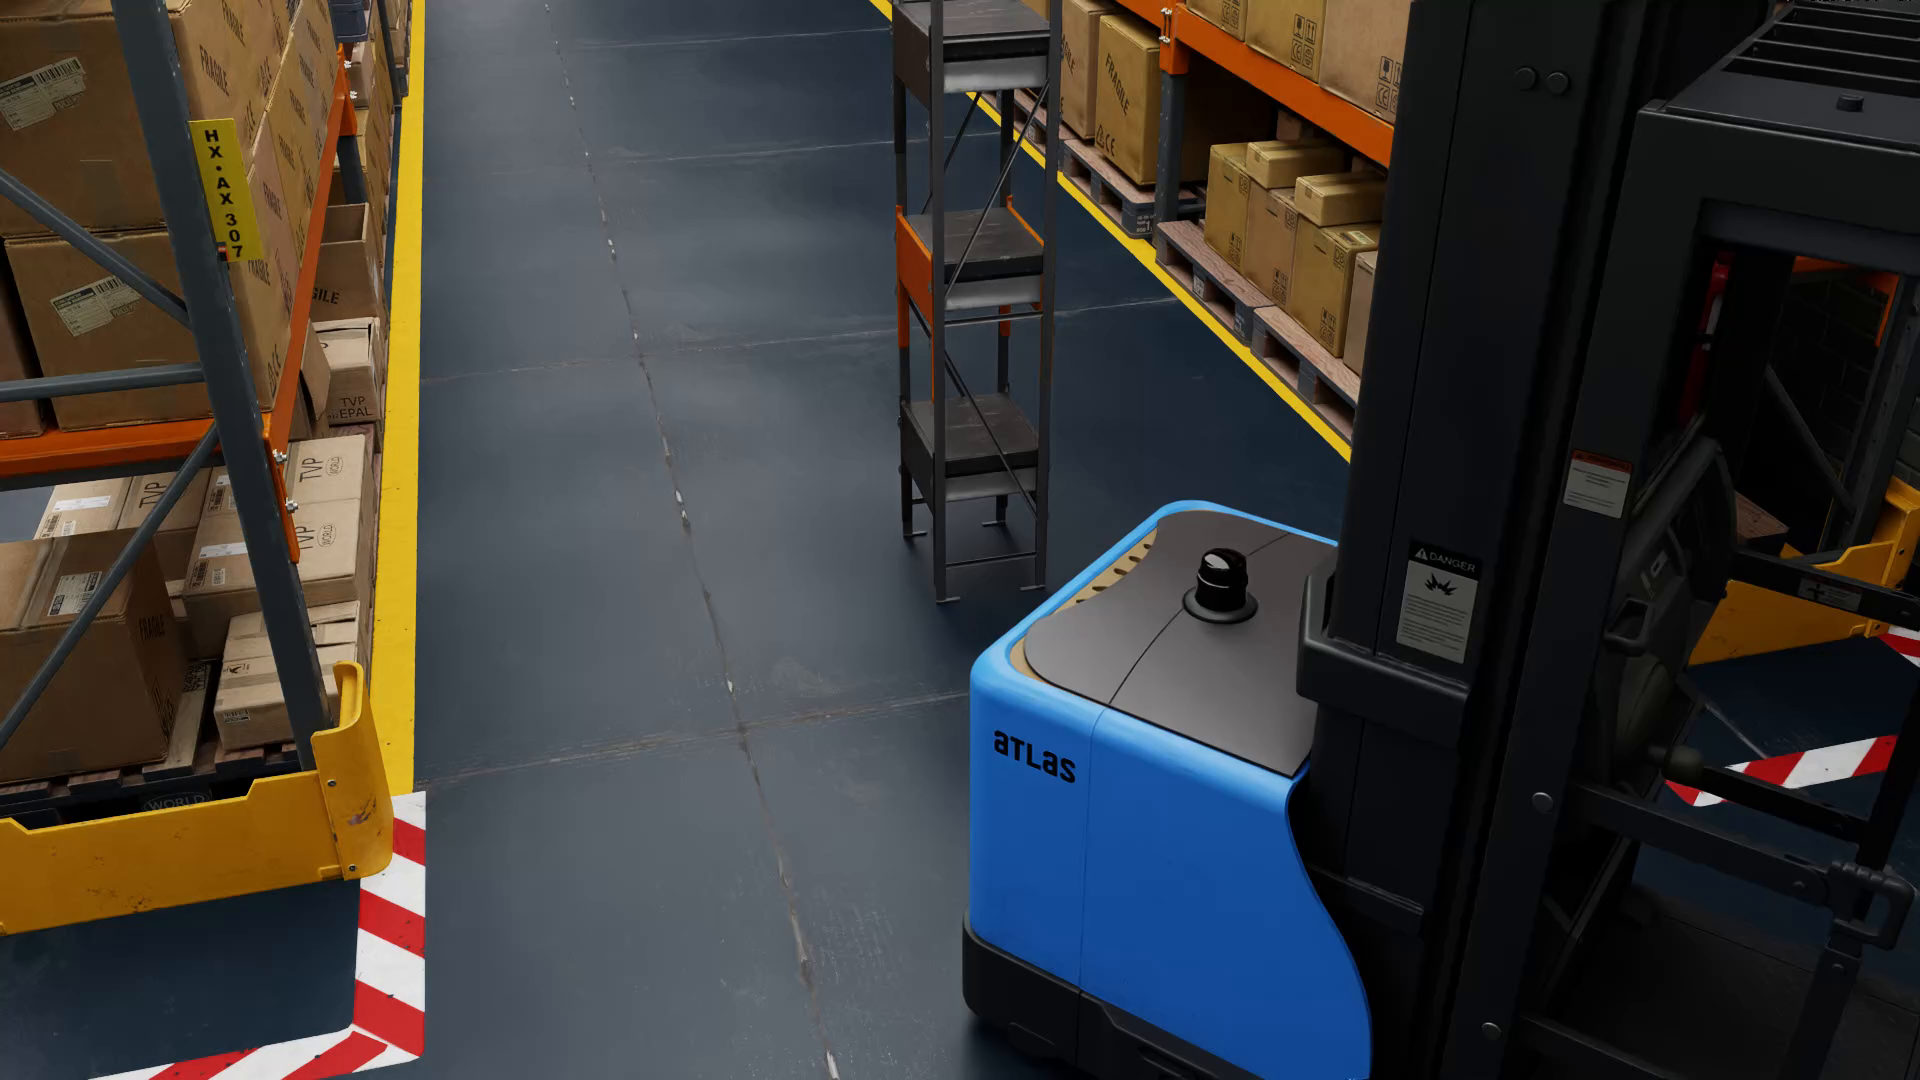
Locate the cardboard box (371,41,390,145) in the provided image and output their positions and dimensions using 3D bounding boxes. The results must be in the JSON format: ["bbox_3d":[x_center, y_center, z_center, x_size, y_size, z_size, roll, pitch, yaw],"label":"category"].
[{"bbox_3d":[-3.689,-2.639,9.872,0.500,0.500,0.500,-9,31,-15],"label":"cardboard box"}]

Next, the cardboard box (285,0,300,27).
[{"bbox_3d":[-2.583,-2.045,5.691,0.500,0.500,0.500,-8,31,-13],"label":"cardboard box"}]

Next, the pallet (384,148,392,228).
[{"bbox_3d":[-3.819,-2.040,9.565,1.003,0.211,1.213,-8,31,-13],"label":"pallet"}]

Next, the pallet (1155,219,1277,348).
[{"bbox_3d":[1.662,-1.345,8.363,1.003,0.211,1.213,-8,31,-13],"label":"pallet"}]

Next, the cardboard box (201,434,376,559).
[{"bbox_3d":[-2.314,-0.121,5.770,0.500,0.250,0.500,-8,31,-13],"label":"cardboard box"}]

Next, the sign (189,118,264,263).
[{"bbox_3d":[-1.654,-0.784,3.746,0.100,0.325,0.005,-8,31,-13],"label":"sign"}]

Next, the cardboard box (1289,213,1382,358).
[{"bbox_3d":[1.900,-1.164,7.342,0.700,0.500,0.500,-7,31,-12],"label":"cardboard box"}]

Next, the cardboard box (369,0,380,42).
[{"bbox_3d":[-3.807,-3.187,10.070,0.500,0.250,0.500,-7,31,-11],"label":"cardboard box"}]

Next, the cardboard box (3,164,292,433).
[{"bbox_3d":[-2.041,-0.630,4.244,0.500,0.500,0.500,-7,31,-12],"label":"cardboard box"}]

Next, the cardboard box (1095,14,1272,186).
[{"bbox_3d":[1.238,-2.478,9.263,0.750,0.750,0.750,-7,31,-13],"label":"cardboard box"}]

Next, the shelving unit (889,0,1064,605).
[{"bbox_3d":[0.044,-0.829,5.586,0.431,2.100,0.503,-8,31,-13],"label":"shelving unit"}]

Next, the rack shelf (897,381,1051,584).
[{"bbox_3d":[0.044,-0.211,5.943,0.431,0.518,0.480,-8,31,-13],"label":"rack shelf"}]

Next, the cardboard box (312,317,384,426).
[{"bbox_3d":[-2.615,-0.696,6.703,0.500,0.311,0.500,-8,31,-13],"label":"cardboard box"}]

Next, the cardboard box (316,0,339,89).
[{"bbox_3d":[-2.859,-2.105,6.793,0.500,0.500,0.500,-7,31,-12],"label":"cardboard box"}]

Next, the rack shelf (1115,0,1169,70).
[{"bbox_3d":[1.005,-3.584,10.166,1.077,0.370,4.000,-8,31,-13],"label":"rack shelf"}]

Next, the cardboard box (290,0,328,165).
[{"bbox_3d":[-2.582,-1.609,5.935,0.500,0.500,0.500,-7,31,-12],"label":"cardboard box"}]

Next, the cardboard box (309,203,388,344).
[{"bbox_3d":[-2.814,-1.140,7.282,0.500,0.500,0.500,-8,31,-13],"label":"cardboard box"}]

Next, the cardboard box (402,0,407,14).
[{"bbox_3d":[-4.570,-4.226,12.882,0.500,0.250,0.500,-7,31,-12],"label":"cardboard box"}]

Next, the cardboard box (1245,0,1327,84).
[{"bbox_3d":[1.853,-2.442,7.175,0.980,0.700,0.700,-9,31,-15],"label":"cardboard box"}]

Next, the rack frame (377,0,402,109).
[{"bbox_3d":[-4.301,-4.201,10.514,1.000,3.000,0.127,-8,31,-13],"label":"rack frame"}]

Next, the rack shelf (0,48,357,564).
[{"bbox_3d":[-2.708,-0.992,5.688,1.077,0.370,4.000,-8,31,-13],"label":"rack shelf"}]

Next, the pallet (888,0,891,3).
[{"bbox_3d":[-0.052,-4.620,14.022,1.003,0.211,1.213,-8,31,-13],"label":"pallet"}]

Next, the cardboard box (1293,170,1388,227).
[{"bbox_3d":[1.689,-1.494,7.265,0.380,0.149,0.250,-9,31,-15],"label":"cardboard box"}]

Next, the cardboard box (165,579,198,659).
[{"bbox_3d":[-2.580,0.261,5.194,0.380,0.166,0.250,-8,31,-13],"label":"cardboard box"}]

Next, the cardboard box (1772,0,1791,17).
[{"bbox_3d":[2.453,-1.373,5.328,0.980,0.700,0.700,-6,31,-11],"label":"cardboard box"}]

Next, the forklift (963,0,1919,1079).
[{"bbox_3d":[1.506,0.156,3.054,3.031,2.935,1.130,19,35,30],"label":"forklift"}]

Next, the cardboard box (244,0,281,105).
[{"bbox_3d":[-2.315,-1.556,4.847,0.500,0.500,0.500,-7,31,-13],"label":"cardboard box"}]

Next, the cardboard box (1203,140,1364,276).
[{"bbox_3d":[1.636,-1.655,8.191,0.700,0.500,0.500,-7,31,-13],"label":"cardboard box"}]

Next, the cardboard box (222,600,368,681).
[{"bbox_3d":[-2.024,0.330,5.075,0.380,0.166,0.250,-8,31,-13],"label":"cardboard box"}]

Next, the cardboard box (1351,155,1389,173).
[{"bbox_3d":[2.001,-1.651,7.536,0.380,0.149,0.250,-9,31,-15],"label":"cardboard box"}]

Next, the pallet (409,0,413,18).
[{"bbox_3d":[-5.129,-4.576,13.944,1.003,0.211,1.213,-8,31,-13],"label":"pallet"}]

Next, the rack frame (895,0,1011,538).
[{"bbox_3d":[-0.021,-0.947,5.789,0.400,2.100,0.015,-8,31,-13],"label":"rack frame"}]

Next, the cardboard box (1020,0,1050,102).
[{"bbox_3d":[0.769,-3.316,10.712,0.750,0.750,0.750,-8,31,-14],"label":"cardboard box"}]

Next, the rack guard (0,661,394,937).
[{"bbox_3d":[-2.198,0.708,4.528,1.175,0.500,0.348,-8,31,-13],"label":"rack guard"}]

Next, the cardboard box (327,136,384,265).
[{"bbox_3d":[-3.133,-1.644,8.152,0.500,0.500,0.500,-9,31,-16],"label":"cardboard box"}]

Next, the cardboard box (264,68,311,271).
[{"bbox_3d":[-2.313,-1.121,5.093,0.500,0.500,0.500,-8,31,-13],"label":"cardboard box"}]

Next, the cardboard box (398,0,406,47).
[{"bbox_3d":[-4.291,-3.728,12.021,0.500,0.250,0.500,-9,31,-15],"label":"cardboard box"}]

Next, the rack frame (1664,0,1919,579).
[{"bbox_3d":[2.598,-0.998,4.980,1.000,3.000,0.127,-8,31,-13],"label":"rack frame"}]

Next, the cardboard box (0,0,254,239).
[{"bbox_3d":[-2.041,-1.063,3.994,0.500,0.500,0.500,-7,31,-12],"label":"cardboard box"}]

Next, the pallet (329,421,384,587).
[{"bbox_3d":[-2.730,-0.140,6.282,1.003,0.211,1.213,-8,31,-13],"label":"pallet"}]

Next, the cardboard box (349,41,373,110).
[{"bbox_3d":[-3.398,-2.451,8.798,0.500,0.250,0.500,-8,31,-13],"label":"cardboard box"}]

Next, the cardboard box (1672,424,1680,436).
[{"bbox_3d":[2.315,-0.422,6.062,0.700,0.500,0.500,-8,31,-13],"label":"cardboard box"}]

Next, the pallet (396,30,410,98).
[{"bbox_3d":[-4.482,-3.397,11.908,1.003,0.211,1.213,-8,31,-13],"label":"pallet"}]

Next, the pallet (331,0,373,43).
[{"bbox_3d":[-3.346,-2.587,7.916,1.003,0.211,1.213,-8,31,-13],"label":"pallet"}]

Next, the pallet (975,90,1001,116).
[{"bbox_3d":[0.611,-3.264,11.678,1.003,0.211,1.213,-8,31,-13],"label":"pallet"}]

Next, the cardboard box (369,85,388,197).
[{"bbox_3d":[-3.410,-2.142,9.013,0.500,0.500,0.500,-7,31,-13],"label":"cardboard box"}]

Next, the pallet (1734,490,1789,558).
[{"bbox_3d":[2.310,-0.167,6.327,1.003,0.211,1.213,-8,31,-13],"label":"pallet"}]
